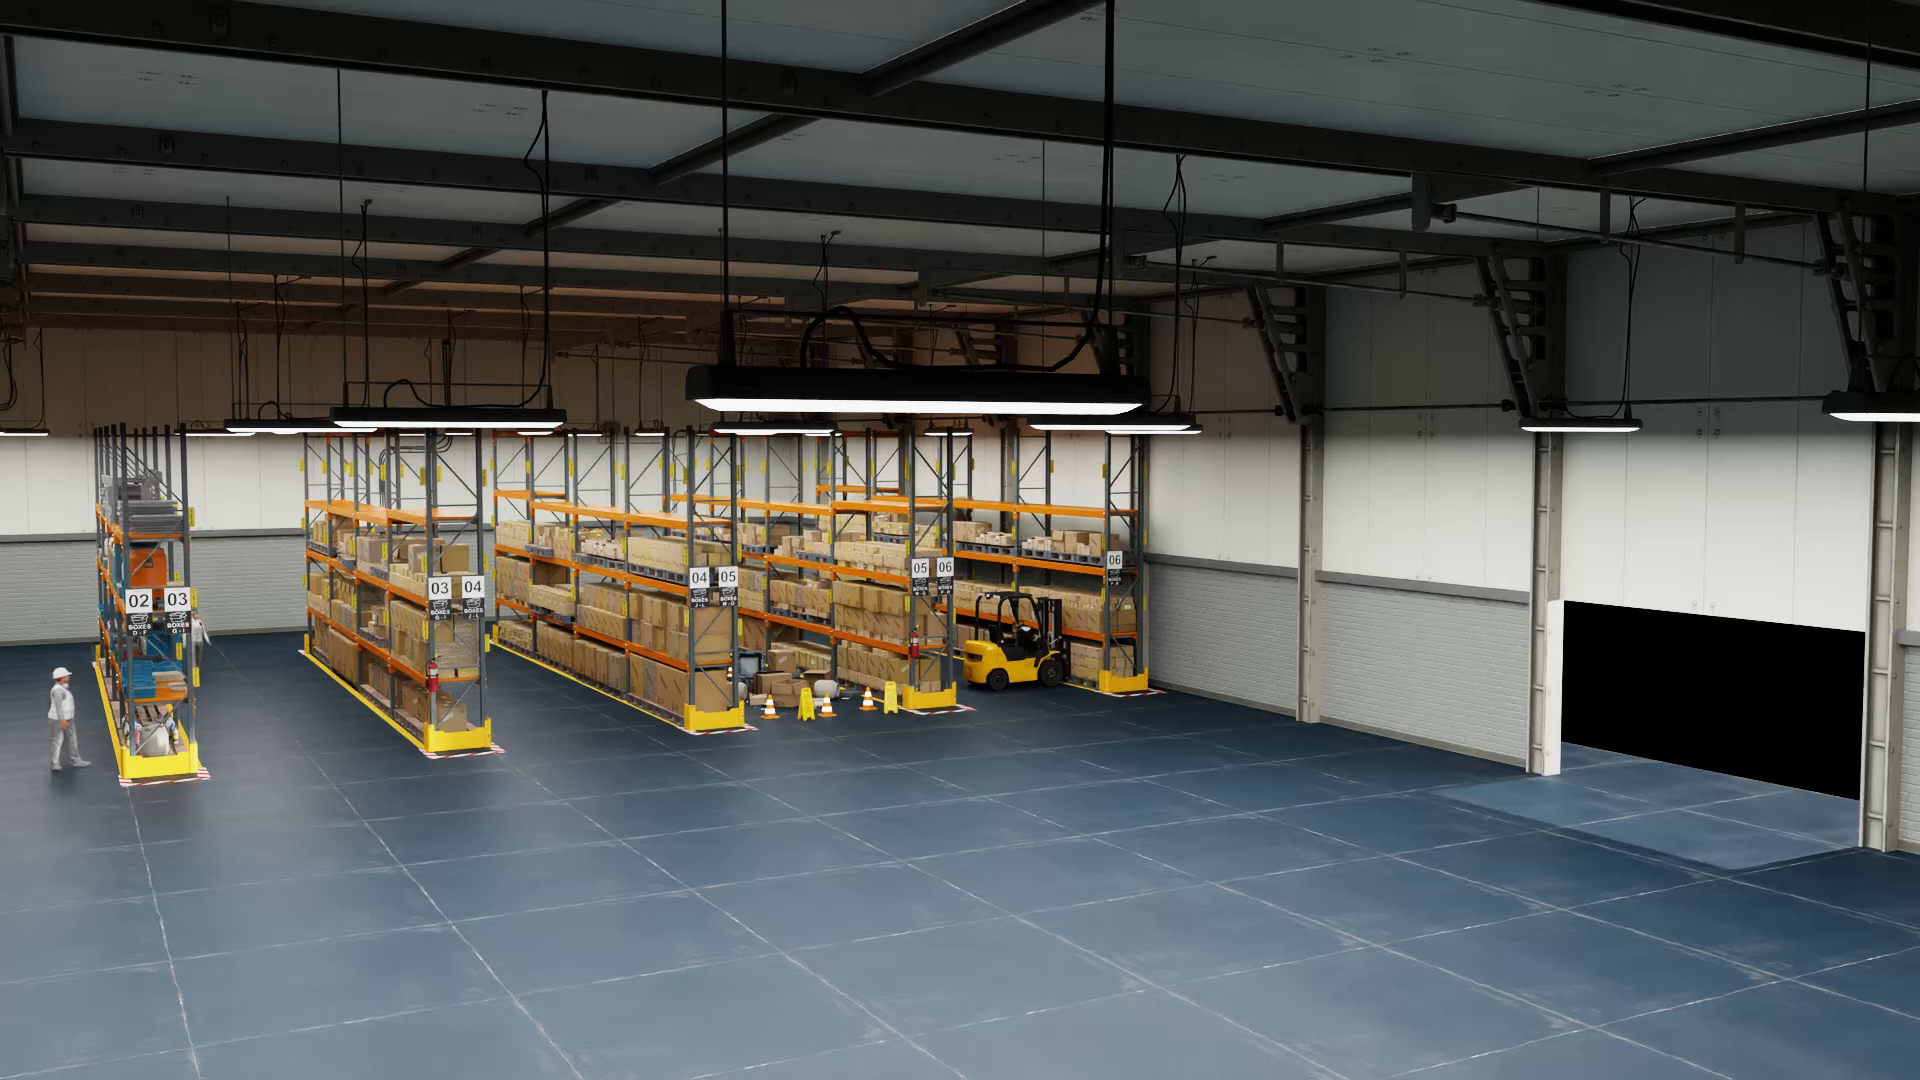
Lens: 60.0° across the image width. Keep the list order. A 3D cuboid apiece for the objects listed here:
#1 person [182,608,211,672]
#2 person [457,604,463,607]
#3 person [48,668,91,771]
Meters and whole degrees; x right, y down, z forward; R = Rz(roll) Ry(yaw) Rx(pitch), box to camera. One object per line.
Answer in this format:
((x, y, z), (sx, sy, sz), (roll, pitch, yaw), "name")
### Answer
((-18.452, 2.461, 40.179), (0.608, 1.634, 0.983), (-2, 4, -31), "person")
((-14.332, 2.036, 47.441), (0.526, 1.602, 0.805), (0, 3, -4), "person")
((-15.516, 3.095, 28.863), (0.578, 1.767, 0.570), (0, 3, -2), "person")
